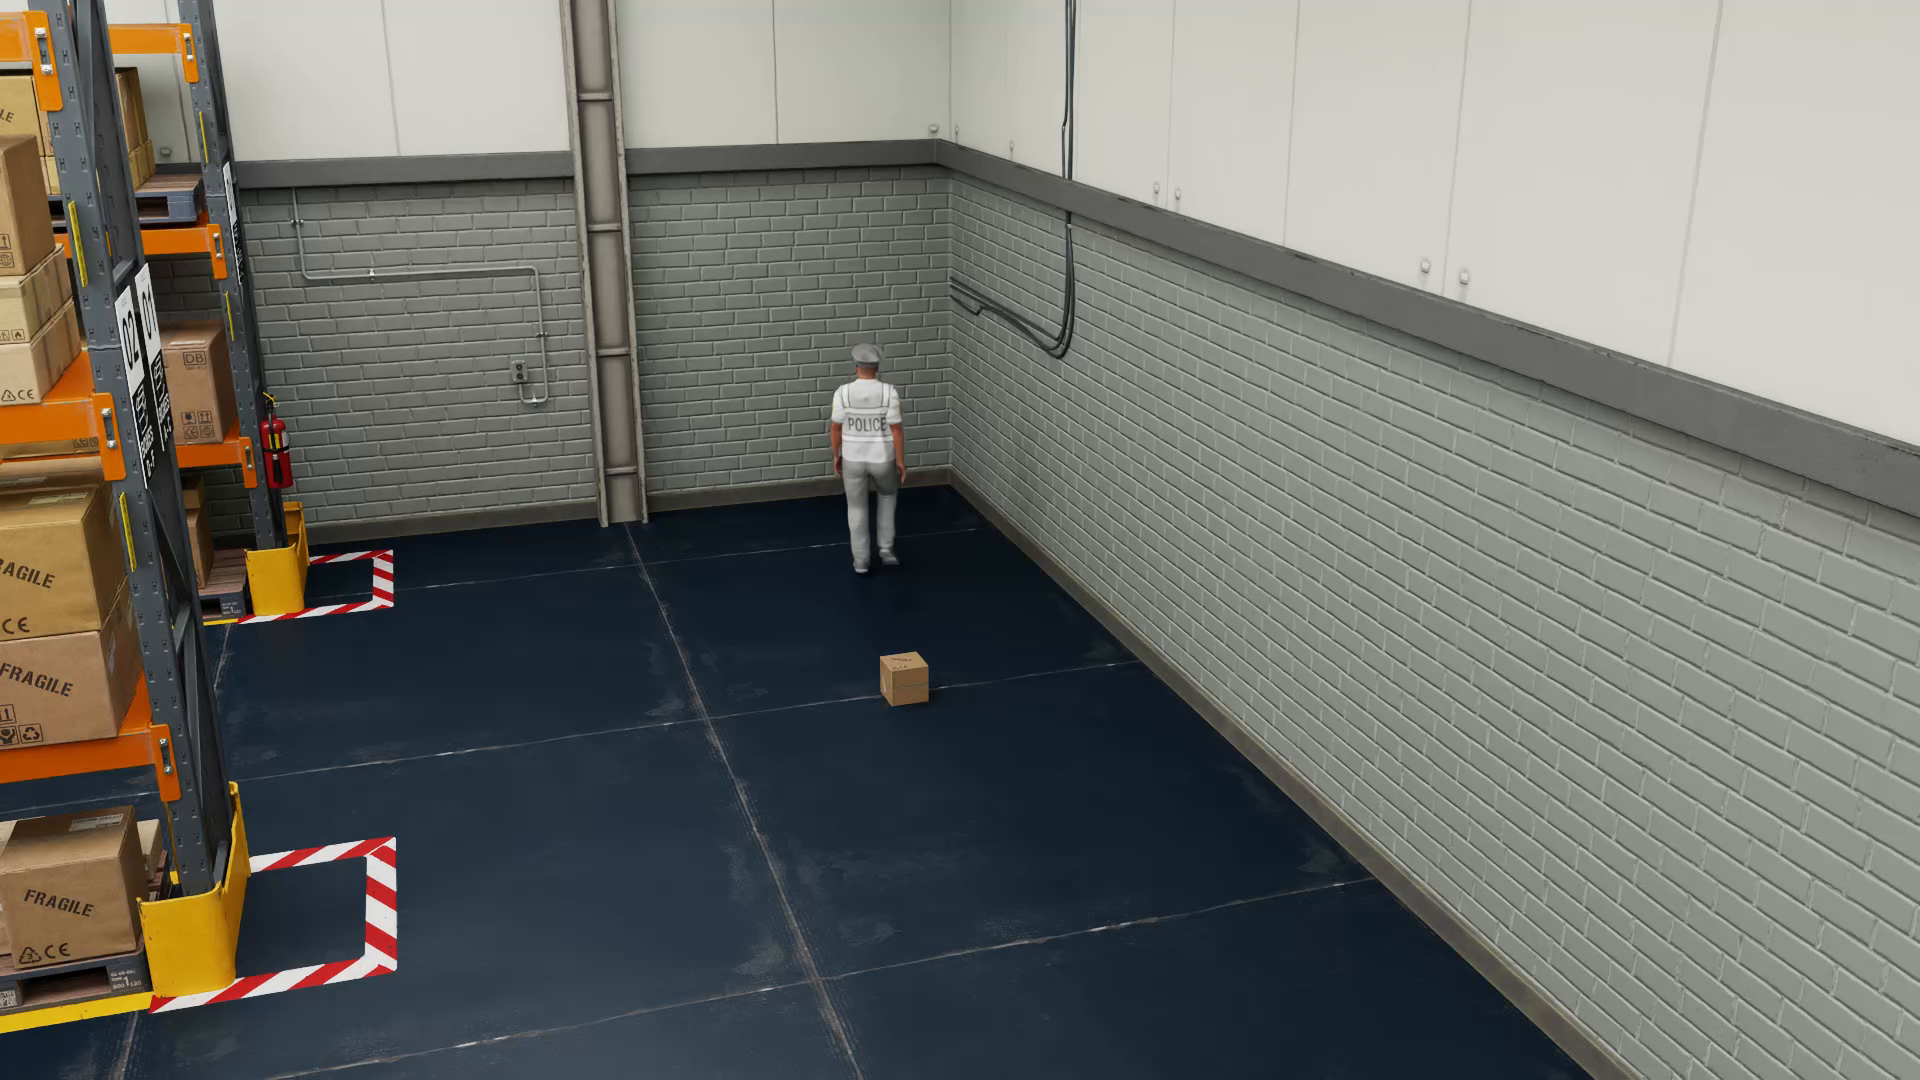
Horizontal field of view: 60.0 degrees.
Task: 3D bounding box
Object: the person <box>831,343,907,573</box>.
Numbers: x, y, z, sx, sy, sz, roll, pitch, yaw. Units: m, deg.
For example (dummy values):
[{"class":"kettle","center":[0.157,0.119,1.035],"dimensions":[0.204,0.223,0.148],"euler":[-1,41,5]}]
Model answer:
[{"class":"person","center":[-0.704,-0.604,12.820],"dimensions":[0.574,1.848,0.501],"euler":[-2,19,-4]}]
